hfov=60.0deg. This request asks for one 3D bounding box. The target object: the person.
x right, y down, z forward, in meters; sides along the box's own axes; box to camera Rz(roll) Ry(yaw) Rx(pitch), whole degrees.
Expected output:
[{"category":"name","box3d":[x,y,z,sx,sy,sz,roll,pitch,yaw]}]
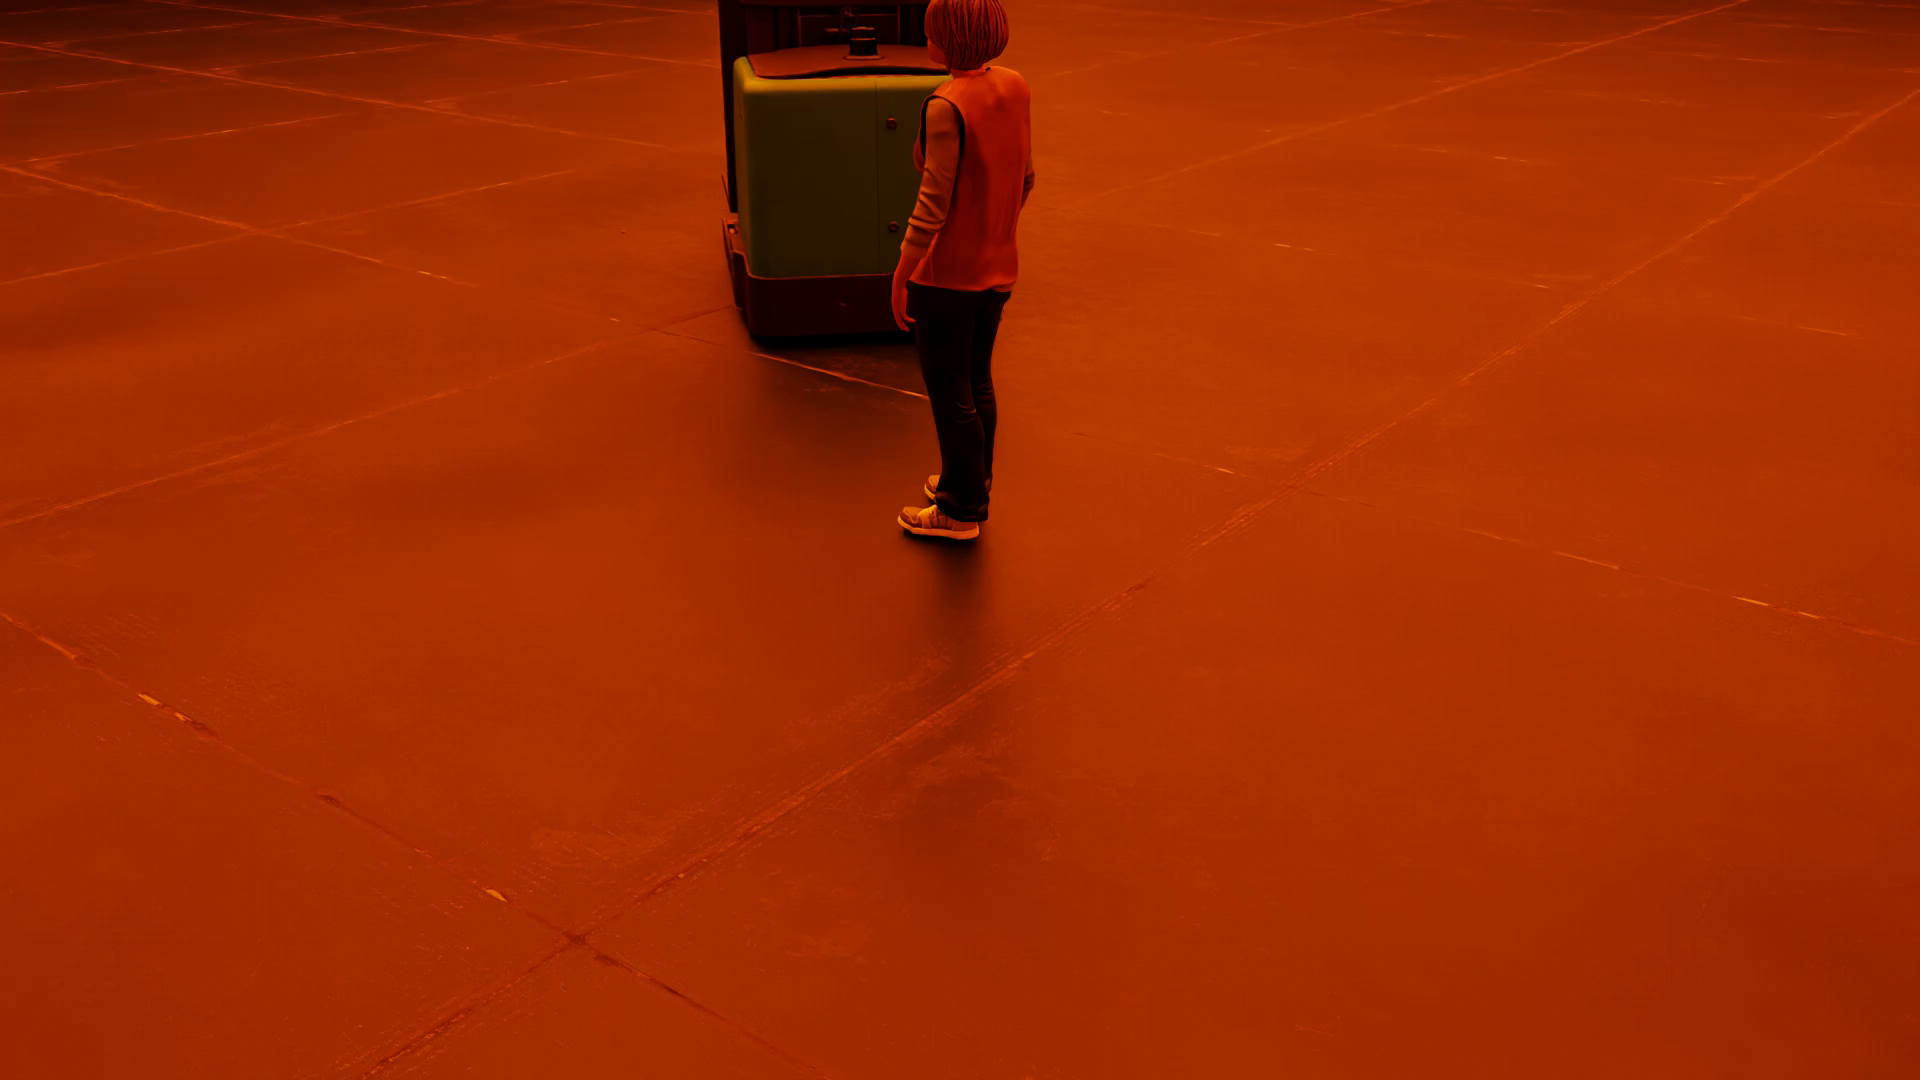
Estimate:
[{"category":"person","box3d":[-0.052,-0.754,4.755,0.464,1.575,0.513,17,29,34]}]

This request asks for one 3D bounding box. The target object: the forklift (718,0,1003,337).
[{"category":"forklift","box3d":[-0.585,-2.723,7.609,1.130,2.935,3.031,-4,24,-9]}]
